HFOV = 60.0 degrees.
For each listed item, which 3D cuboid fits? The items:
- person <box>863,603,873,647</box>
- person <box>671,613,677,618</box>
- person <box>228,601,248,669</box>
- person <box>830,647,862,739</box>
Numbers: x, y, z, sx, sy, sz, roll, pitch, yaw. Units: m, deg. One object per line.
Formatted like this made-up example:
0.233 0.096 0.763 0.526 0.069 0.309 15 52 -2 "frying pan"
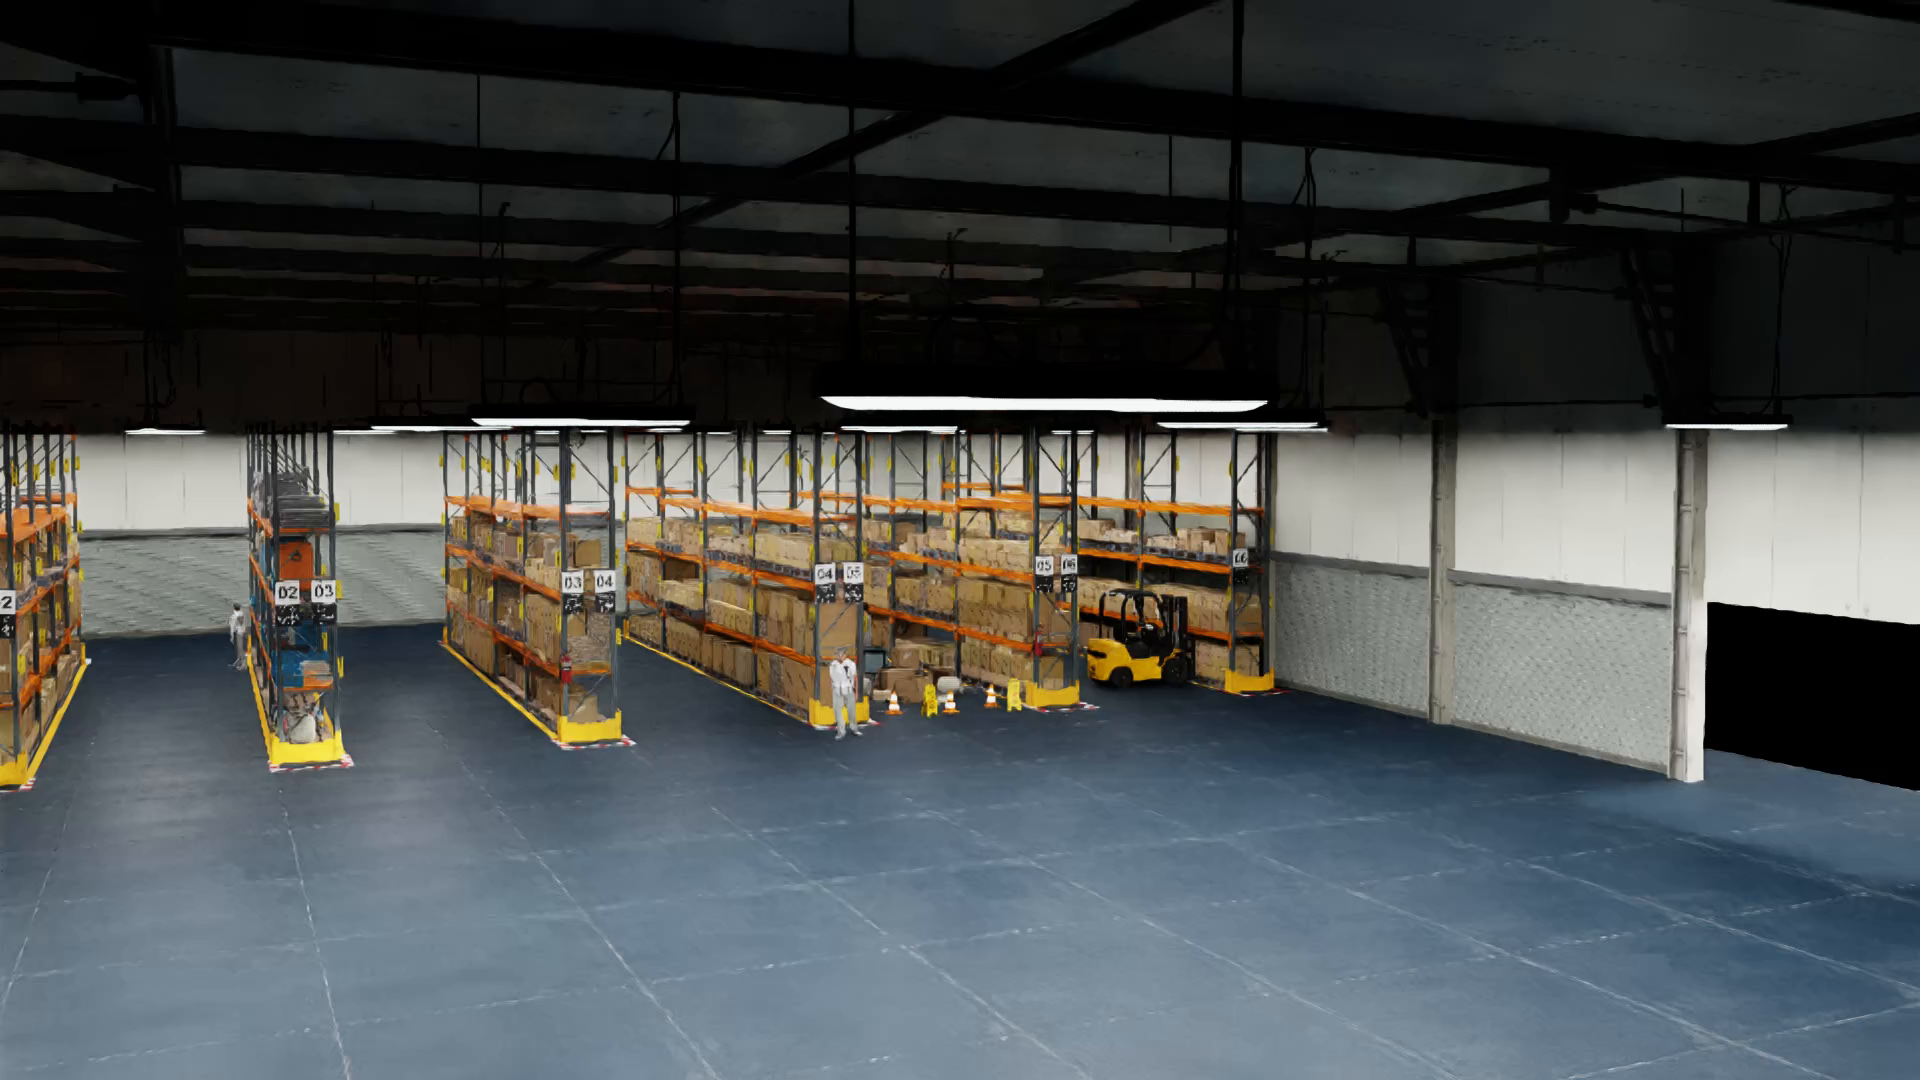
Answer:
-2.314 2.356 40.260 0.569 1.668 0.561 0 4 2 "person"
-9.129 1.645 51.768 0.562 1.710 0.614 2 4 33 "person"
-17.762 2.322 40.852 0.537 1.664 0.573 0 4 -2 "person"
-2.182 2.877 31.643 0.587 1.743 0.586 1 4 12 "person"
